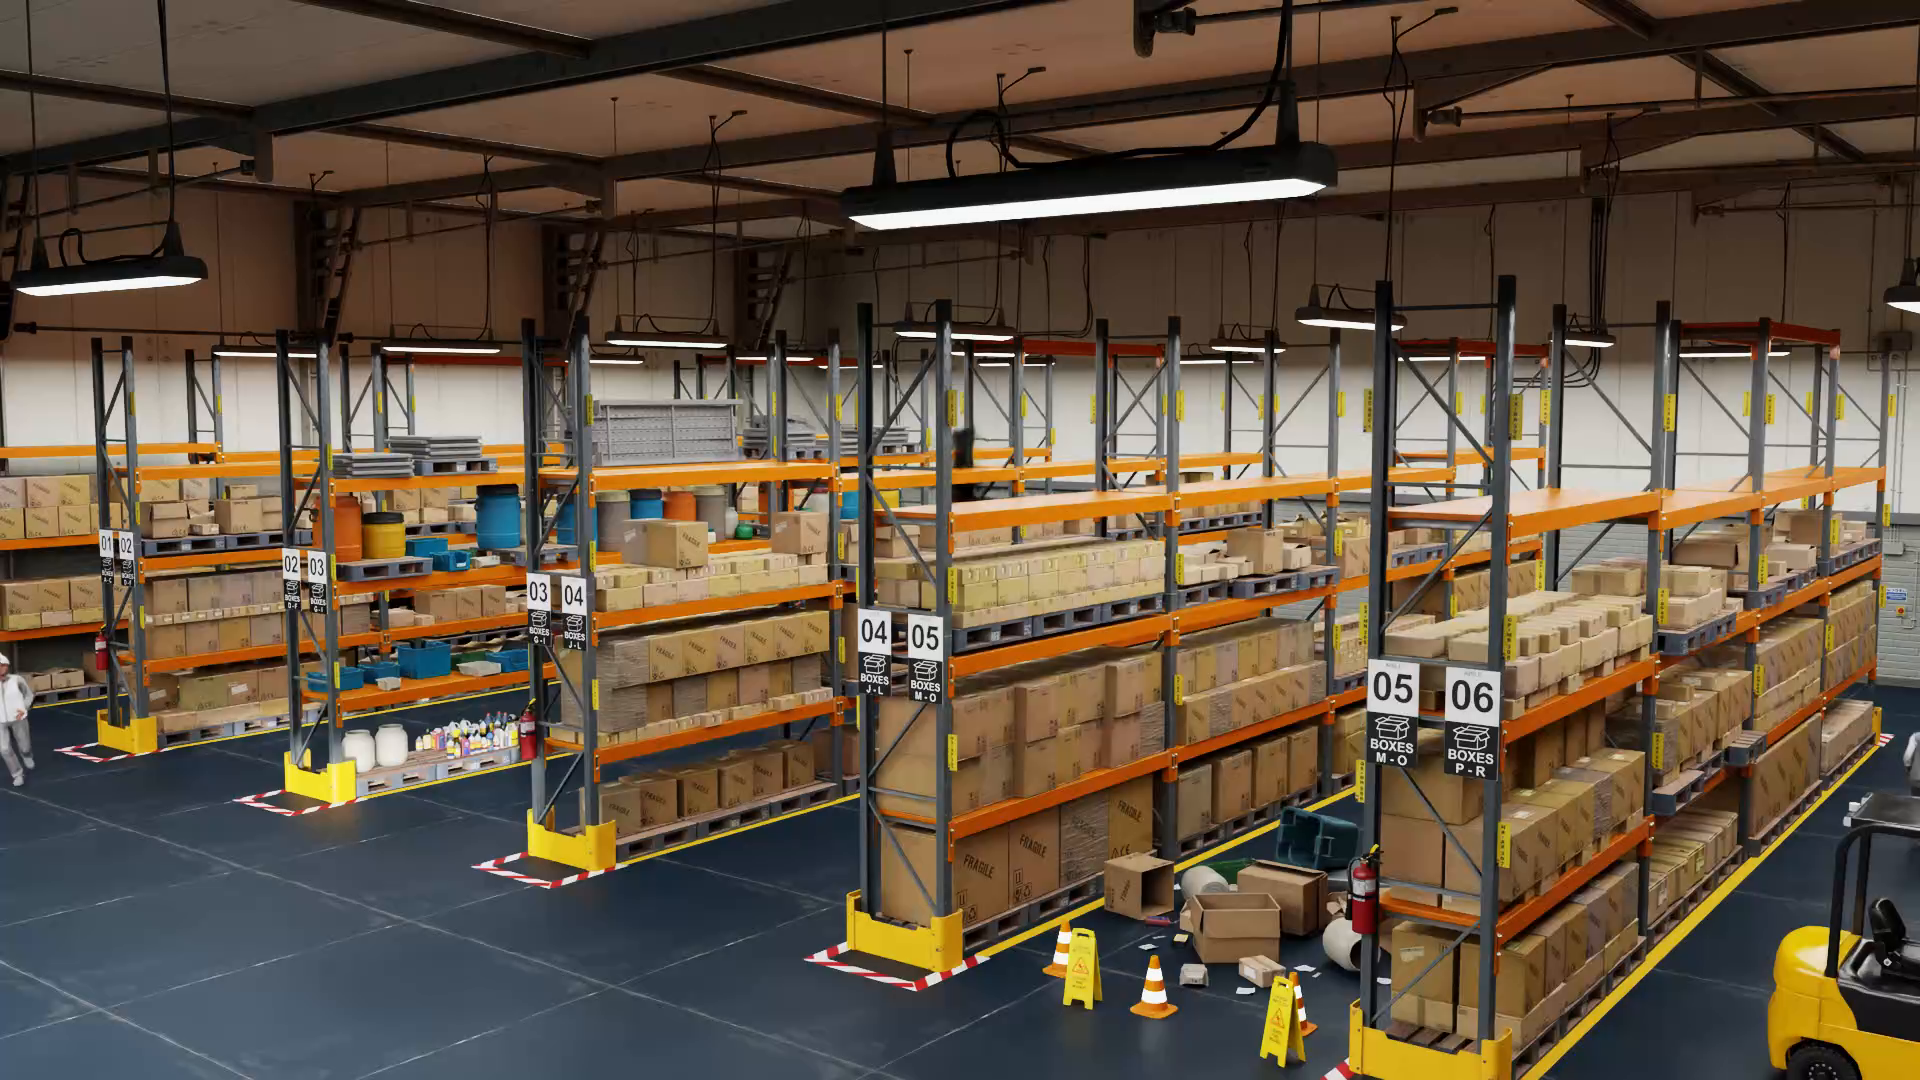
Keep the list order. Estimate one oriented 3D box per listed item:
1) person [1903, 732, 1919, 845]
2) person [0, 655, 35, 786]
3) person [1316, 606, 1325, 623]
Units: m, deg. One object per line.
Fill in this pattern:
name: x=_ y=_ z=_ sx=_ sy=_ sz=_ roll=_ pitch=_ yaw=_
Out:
person: x=11.059 y=2.758 z=18.974 sx=0.538 sy=1.544 sz=0.613 roll=2 pitch=5 yaw=24
person: x=-12.728 y=2.384 z=22.188 sx=0.658 sy=1.726 sz=0.752 roll=-2 pitch=5 yaw=-22
person: x=6.043 y=1.940 z=27.532 sx=0.532 sy=1.691 sz=0.793 roll=4 pitch=6 yaw=40
